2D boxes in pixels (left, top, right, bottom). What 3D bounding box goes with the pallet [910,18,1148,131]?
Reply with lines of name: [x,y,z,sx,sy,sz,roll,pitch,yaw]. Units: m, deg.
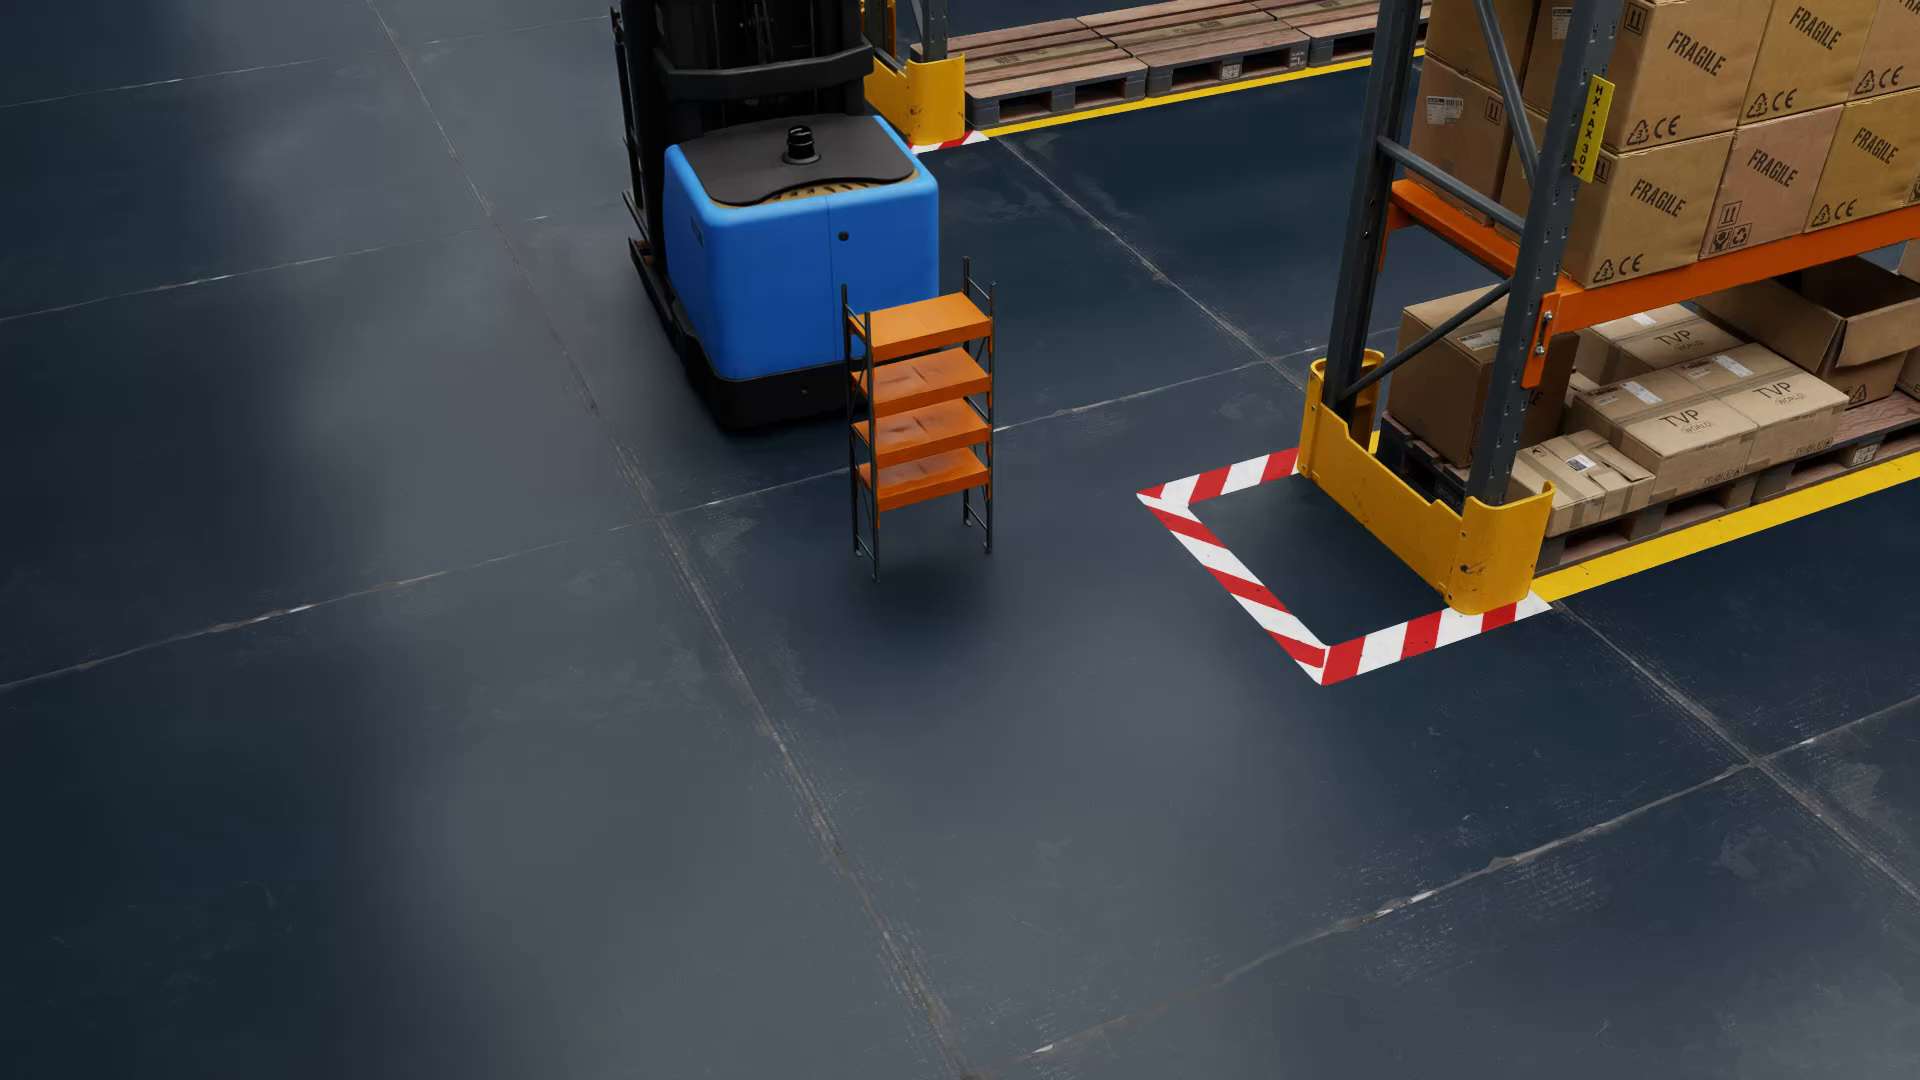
pallet: [0.425,-2.982,10.594,1.213,0.211,1.003,-16,39,-20]

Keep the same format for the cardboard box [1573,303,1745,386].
cardboard box: [3.024,-0.809,7.262,0.500,0.250,0.500,-16,39,-20]

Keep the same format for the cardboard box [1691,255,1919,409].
cardboard box: [3.686,-0.951,7.240,0.637,0.503,0.797,-16,39,-20]

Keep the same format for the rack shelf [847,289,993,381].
rack shelf: [-0.150,-0.756,6.102,0.480,0.148,0.258,-16,39,-20]

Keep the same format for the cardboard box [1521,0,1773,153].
cardboard box: [2.277,-1.654,5.539,0.500,0.500,0.500,-14,39,-19]

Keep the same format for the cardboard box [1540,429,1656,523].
cardboard box: [2.515,-0.265,6.598,0.250,0.166,0.380,-16,39,-20]

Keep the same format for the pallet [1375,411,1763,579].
pallet: [2.554,-0.344,7.037,1.213,0.211,1.003,-16,39,-20]

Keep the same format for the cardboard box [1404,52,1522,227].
cardboard box: [2.053,-1.543,6.228,0.500,0.500,0.500,-14,39,-19]

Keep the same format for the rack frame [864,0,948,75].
rack frame: [-0.338,-3.915,9.510,0.127,3.000,1.000,-16,39,-20]

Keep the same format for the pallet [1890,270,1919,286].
pallet: [4.763,-0.961,7.869,1.213,0.211,1.003,-16,39,-20]

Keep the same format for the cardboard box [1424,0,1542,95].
cardboard box: [2.050,-1.945,5.931,0.500,0.500,0.500,-16,39,-20]

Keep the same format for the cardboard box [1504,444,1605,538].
cardboard box: [2.289,-0.195,6.518,0.250,0.149,0.380,-16,39,-20]

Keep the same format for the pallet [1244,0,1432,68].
pallet: [2.634,-3.600,11.426,1.213,0.211,1.003,-16,39,-20]

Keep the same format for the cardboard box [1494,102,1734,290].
cardboard box: [2.277,-1.253,5.837,0.500,0.500,0.500,-15,39,-19]

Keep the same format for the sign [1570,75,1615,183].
sign: [1.994,-1.297,5.255,0.005,0.325,0.100,-16,39,-20]

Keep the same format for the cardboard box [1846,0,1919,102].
cardboard box: [3.202,-1.915,5.890,0.500,0.500,0.500,-15,39,-19]

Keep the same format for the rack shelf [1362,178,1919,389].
rack shelf: [3.574,-1.460,6.804,4.000,0.370,1.077,-16,39,-20]

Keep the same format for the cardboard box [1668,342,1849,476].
cardboard box: [3.282,-0.552,6.916,0.500,0.250,0.500,-16,39,-20]

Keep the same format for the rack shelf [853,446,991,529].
rack shelf: [-0.150,-0.226,6.494,0.480,0.148,0.258,-16,39,-20]

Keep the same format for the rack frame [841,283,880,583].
rack frame: [-0.371,-0.378,6.253,0.015,1.200,0.240,-16,39,-20]

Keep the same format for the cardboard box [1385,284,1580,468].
cardboard box: [2.151,-0.686,6.885,0.500,0.500,0.500,-16,39,-20]

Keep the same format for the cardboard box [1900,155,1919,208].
cardboard box: [3.651,-1.637,6.355,0.500,0.500,0.500,-15,39,-19]

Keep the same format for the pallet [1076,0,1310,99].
pallet: [1.528,-3.289,11.007,1.213,0.211,1.003,-16,39,-20]

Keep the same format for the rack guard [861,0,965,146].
rack guard: [-0.354,-2.897,10.237,0.348,0.500,1.175,-16,39,-20]

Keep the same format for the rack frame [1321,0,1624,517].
rack frame: [1.764,-1.242,5.907,0.127,3.000,1.000,-16,39,-20]

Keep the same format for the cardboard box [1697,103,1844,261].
cardboard box: [2.742,-1.386,6.017,0.500,0.500,0.500,-16,39,-20]

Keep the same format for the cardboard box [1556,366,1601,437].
cardboard box: [2.556,-0.606,7.057,0.250,0.166,0.380,-16,39,-20]

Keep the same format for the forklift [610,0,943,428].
forklift: [-1.070,-2.546,7.722,1.130,2.935,3.031,-13,38,-16]

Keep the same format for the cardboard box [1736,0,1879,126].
cardboard box: [2.747,-1.791,5.723,0.500,0.500,0.500,-15,39,-19]

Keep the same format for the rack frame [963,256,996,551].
rack frame: [0.071,-0.502,6.419,0.015,1.200,0.240,-16,39,-20]

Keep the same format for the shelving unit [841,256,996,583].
shelving unit: [-0.150,-0.440,6.336,0.503,1.200,0.258,-16,39,-20]

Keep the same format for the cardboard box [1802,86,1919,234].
cardboard box: [3.198,-1.512,6.186,0.500,0.500,0.500,-16,39,-20]

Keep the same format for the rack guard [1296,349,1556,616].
rack guard: [1.832,-0.258,6.678,0.348,0.500,1.175,-16,39,-20]

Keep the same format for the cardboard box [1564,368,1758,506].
cardboard box: [2.829,-0.426,6.745,0.500,0.250,0.500,-16,39,-20]

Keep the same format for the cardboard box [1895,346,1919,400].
cardboard box: [4.311,-0.865,7.285,0.500,0.311,0.500,-16,39,-20]

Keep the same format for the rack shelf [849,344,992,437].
rack shelf: [-0.150,-0.566,6.243,0.480,0.148,0.258,-16,39,-20]

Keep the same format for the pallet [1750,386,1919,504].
pallet: [3.657,-0.650,7.450,1.213,0.211,1.003,-16,39,-20]

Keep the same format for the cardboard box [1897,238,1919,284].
cardboard box: [4.913,-1.362,7.956,0.500,0.311,0.500,-16,39,-20]

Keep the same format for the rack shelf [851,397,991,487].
rack shelf: [-0.150,-0.386,6.376,0.480,0.148,0.258,-16,39,-20]
